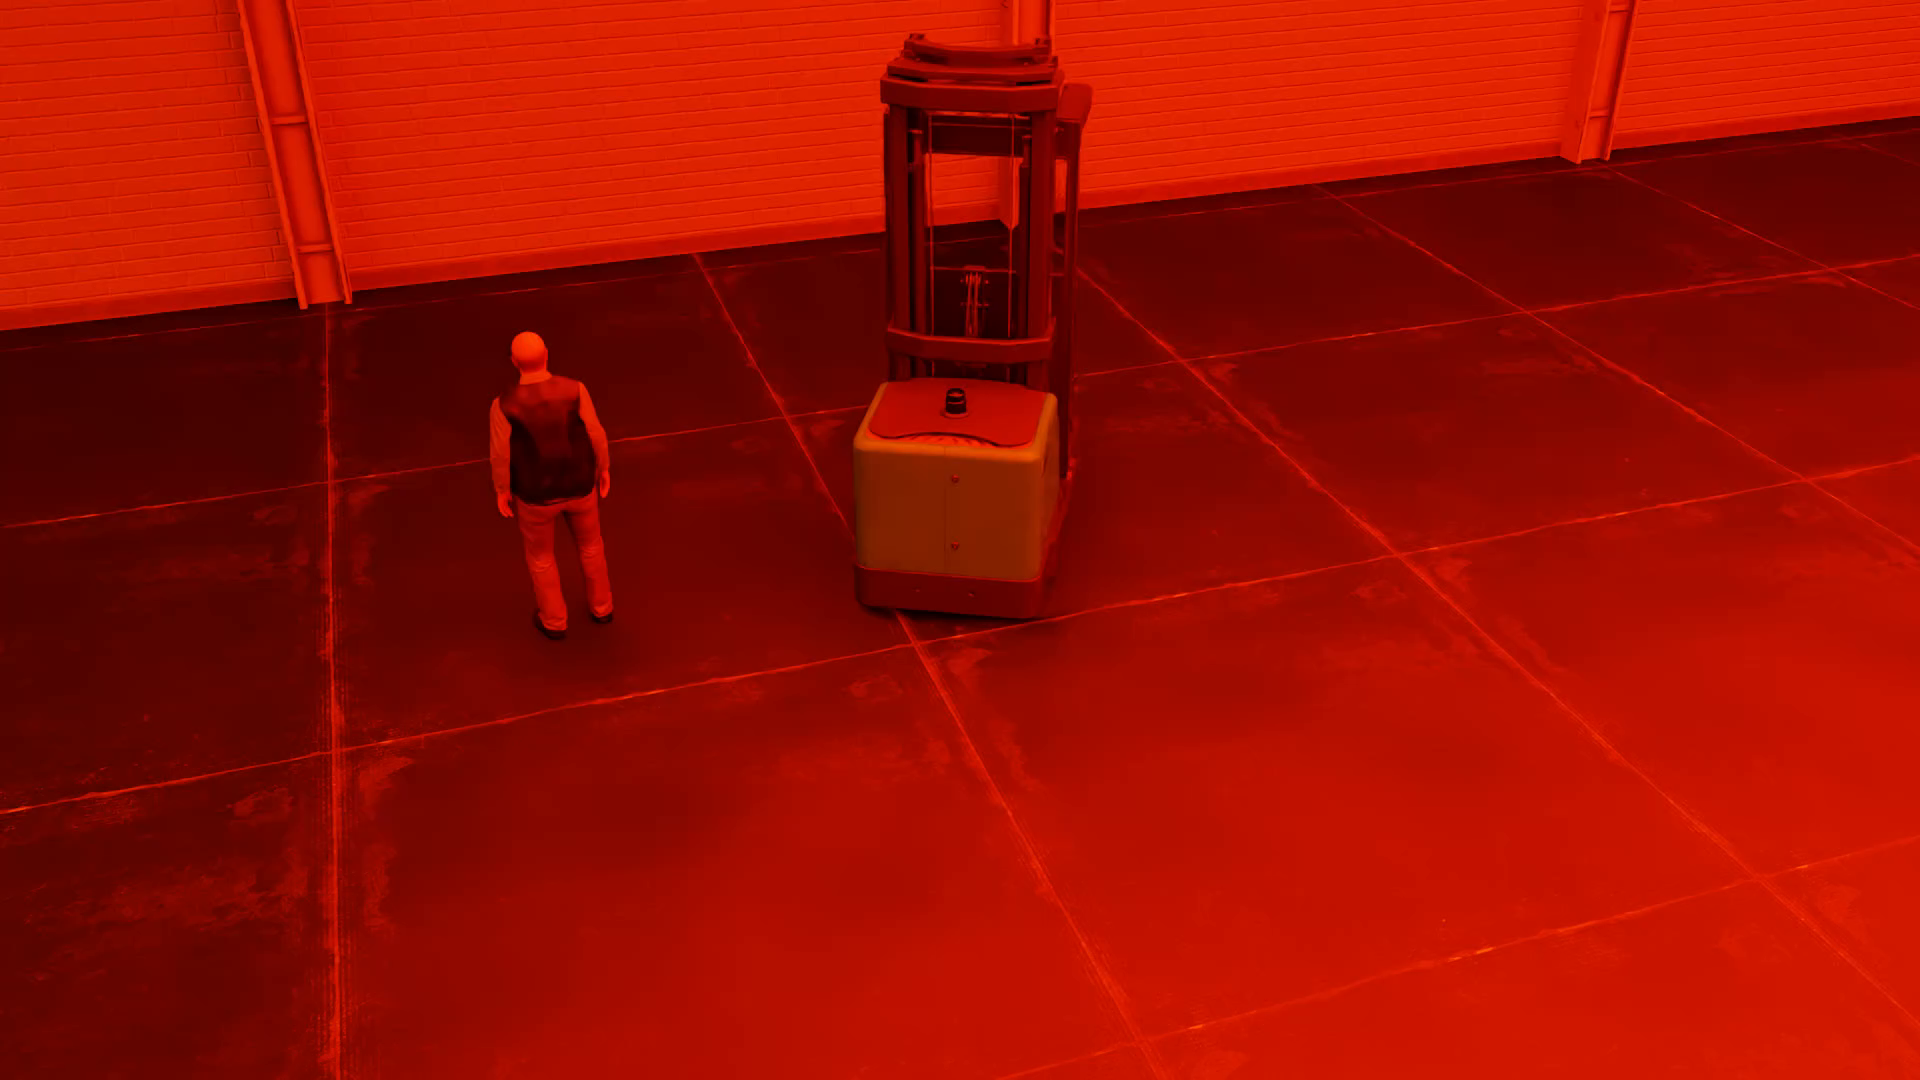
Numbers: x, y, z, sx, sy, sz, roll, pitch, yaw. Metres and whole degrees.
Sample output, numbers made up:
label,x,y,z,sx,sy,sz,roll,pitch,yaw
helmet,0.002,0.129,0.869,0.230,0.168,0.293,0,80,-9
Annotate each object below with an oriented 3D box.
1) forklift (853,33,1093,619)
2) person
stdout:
label,x,y,z,sx,sy,sz,roll,pitch,yaw
forklift,0.160,-1.553,9.787,1.130,2.935,3.031,5,30,8
person,-2.146,-0.278,8.786,0.615,1.718,0.442,-13,32,-22
